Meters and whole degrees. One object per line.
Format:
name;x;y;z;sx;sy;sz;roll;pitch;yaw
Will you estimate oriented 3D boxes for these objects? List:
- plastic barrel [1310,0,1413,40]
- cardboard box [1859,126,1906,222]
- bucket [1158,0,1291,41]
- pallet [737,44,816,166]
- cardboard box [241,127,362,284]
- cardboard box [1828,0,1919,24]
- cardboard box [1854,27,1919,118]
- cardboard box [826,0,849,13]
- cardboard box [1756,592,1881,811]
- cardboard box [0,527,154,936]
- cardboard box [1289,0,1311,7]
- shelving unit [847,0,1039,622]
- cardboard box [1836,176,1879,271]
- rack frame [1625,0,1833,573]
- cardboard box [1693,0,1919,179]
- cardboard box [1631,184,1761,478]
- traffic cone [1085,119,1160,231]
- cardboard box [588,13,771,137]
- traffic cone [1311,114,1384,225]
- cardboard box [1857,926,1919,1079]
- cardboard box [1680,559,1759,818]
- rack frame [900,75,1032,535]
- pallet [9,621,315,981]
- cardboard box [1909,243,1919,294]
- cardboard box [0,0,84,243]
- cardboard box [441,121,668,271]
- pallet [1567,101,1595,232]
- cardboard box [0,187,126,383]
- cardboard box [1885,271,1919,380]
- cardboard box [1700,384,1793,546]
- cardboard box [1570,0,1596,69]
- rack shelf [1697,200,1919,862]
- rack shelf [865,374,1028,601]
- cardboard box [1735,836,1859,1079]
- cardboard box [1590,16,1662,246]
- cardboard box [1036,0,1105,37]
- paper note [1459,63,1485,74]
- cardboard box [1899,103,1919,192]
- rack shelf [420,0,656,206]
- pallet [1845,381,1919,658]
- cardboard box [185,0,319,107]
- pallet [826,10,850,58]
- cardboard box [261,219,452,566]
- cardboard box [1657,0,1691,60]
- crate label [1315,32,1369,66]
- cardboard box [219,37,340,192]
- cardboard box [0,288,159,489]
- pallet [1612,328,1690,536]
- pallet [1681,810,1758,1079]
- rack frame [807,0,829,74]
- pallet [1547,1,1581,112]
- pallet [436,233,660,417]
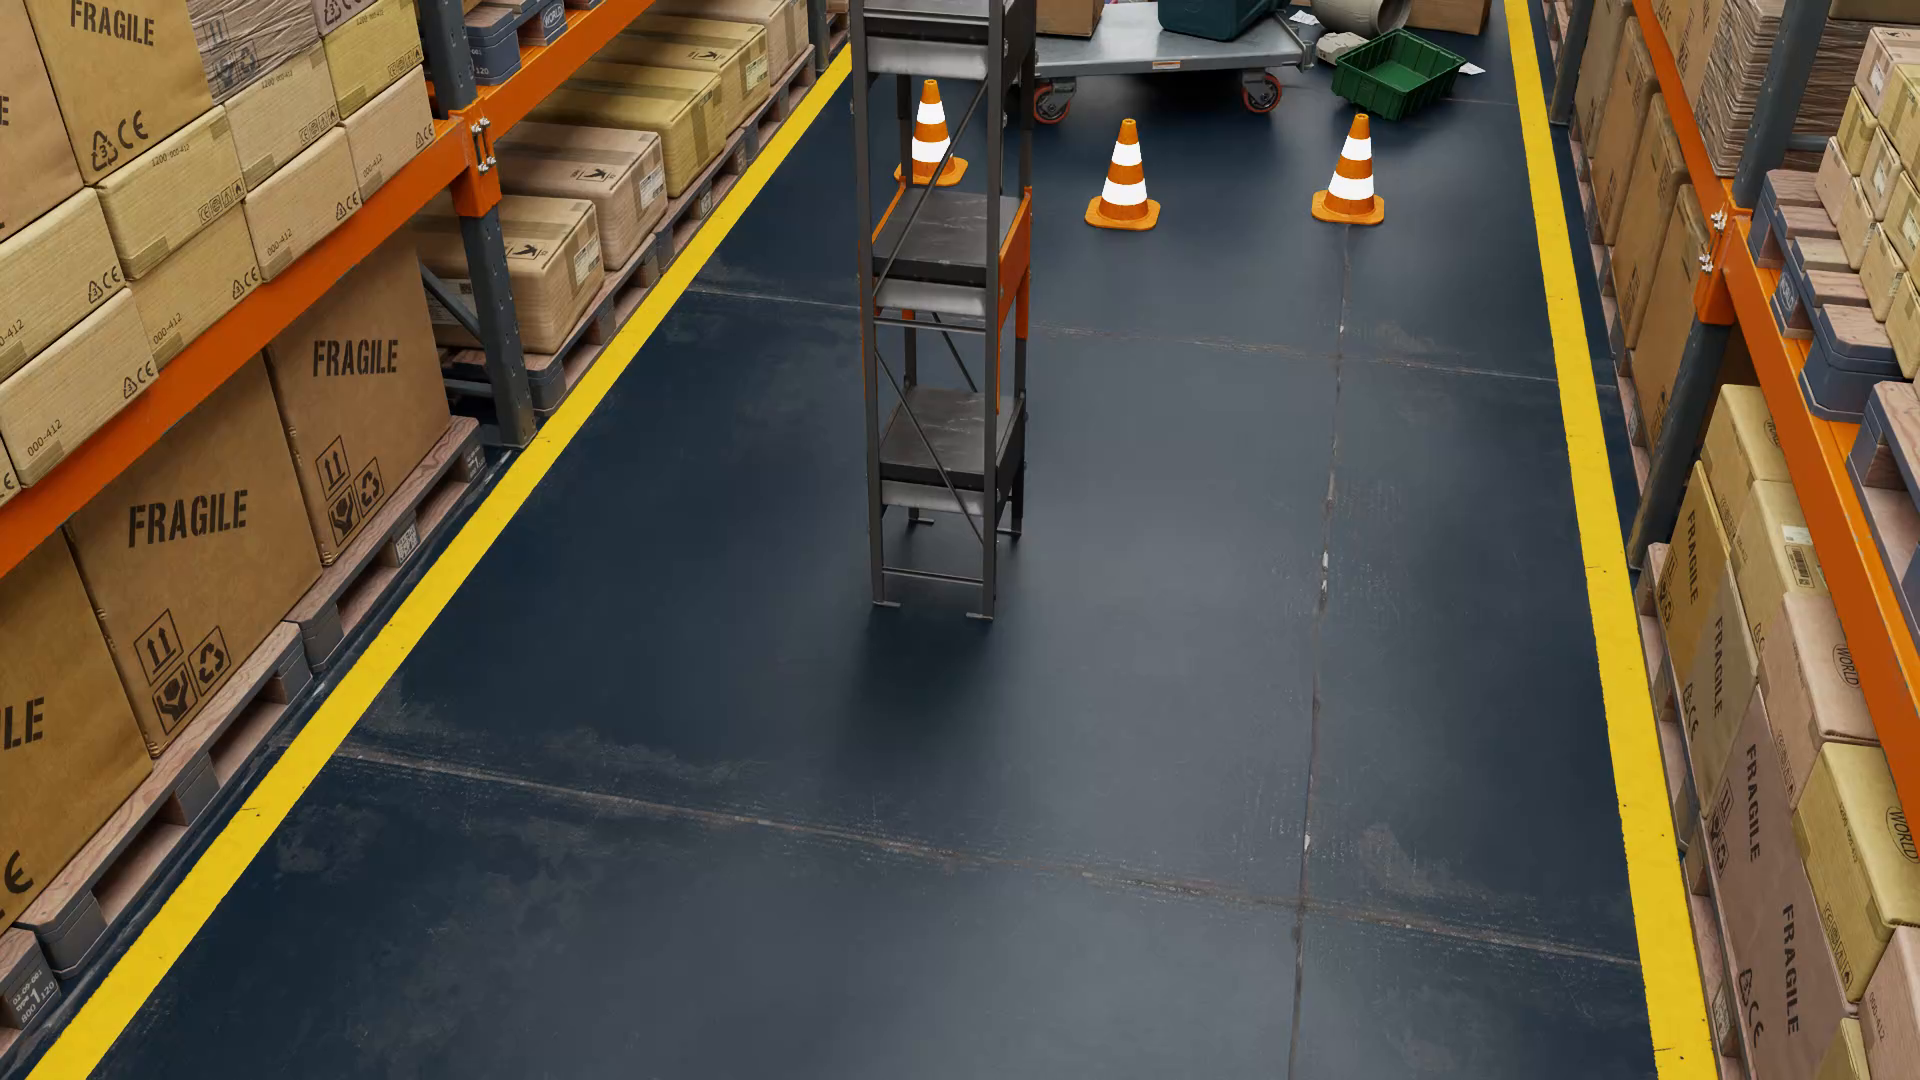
plastic barrel;2.355;-3.174;9.768;0.421;0.421;0.512;-24;42;-30
cardboard box;2.401;-0.862;3.986;0.380;0.149;0.250;9;37;12
bucket;1.388;-3.031;8.870;0.726;0.611;0.620;20;51;26
pallet;-1.411;-2.361;8.828;1.003;0.211;1.213;7;37;10
cardboard box;-2.049;-0.965;4.654;0.500;0.250;0.500;8;37;11
cardboard box;2.862;-1.782;4.716;0.700;0.500;0.500;7;37;10
cardboard box;2.468;-1.147;4.126;0.380;0.149;0.250;7;37;10
cardboard box;-0.857;-3.298;9.729;0.500;0.250;0.500;6;36;8
cardboard box;2.146;0.395;3.782;0.500;0.250;0.500;8;37;10
cardboard box;-2.716;0.456;4.018;0.875;0.875;0.875;8;37;11
cardboard box;2.179;-3.483;10.330;0.396;0.266;0.258;14;38;18
shelving unit;-0.035;-0.755;5.003;0.431;2.100;0.503;7;37;10
cardboard box;2.406;-0.764;4.105;0.380;0.149;0.250;9;37;12
rack frame;2.756;-1.081;4.685;1.000;3.000;0.127;7;37;10
cardboard box;2.590;-1.413;5.059;0.500;0.500;0.500;7;37;10
cardboard box;2.974;-0.678;5.688;1.050;0.750;0.750;7;36;9
traffic cone;0.771;-1.731;7.745;0.336;0.463;0.334;7;37;10
cardboard box;-1.506;-2.329;8.289;0.950;0.372;0.625;10;37;13
traffic cone;1.849;-1.767;7.794;0.336;0.463;0.334;7;37;10
cardboard box;1.937;0.999;2.949;0.500;0.250;0.500;9;37;12
cardboard box;2.252;0.423;4.382;0.500;0.500;0.500;8;37;11
rack frame;0.017;-0.895;5.196;0.400;2.100;0.015;7;37;10
pallet;-2.606;0.626;4.707;1.003;0.211;1.213;7;37;10
cardboard box;2.294;-0.564;3.575;0.380;0.149;0.250;7;37;10
cardboard box;-2.285;-0.891;3.486;0.500;0.500;0.500;7;36;9
cardboard box;-1.821;-1.496;7.140;0.950;0.372;0.625;7;36;9
pallet;3.520;-1.793;8.044;1.003;0.211;1.213;7;37;10
cardboard box;-2.262;-0.587;3.706;0.500;0.250;0.500;6;36;9
cardboard box;2.293;-0.455;3.677;0.380;0.149;0.250;9;37;12
cardboard box;2.373;-0.177;4.572;0.500;0.250;0.500;6;36;8
cardboard box;3.814;-3.036;8.835;0.875;0.875;0.875;8;37;11
rack shelf;2.329;0.357;3.314;1.077;0.370;4.000;7;37;10
rack shelf;-0.035;-0.177;5.422;0.431;0.518;0.480;7;37;10
cardboard box;2.038;1.011;3.571;0.500;0.500;0.500;7;36;9
cardboard box;3.356;-1.713;7.117;1.050;0.750;0.750;7;37;10
cardboard box;0.499;-3.025;8.853;0.500;0.500;0.500;7;37;10
paper note;2.870;-2.671;9.409;0.147;0.020;0.142;-17;39;-22
cardboard box;2.357;-0.855;3.723;0.380;0.149;0.250;7;37;10
rack shelf;-1.674;-2.499;7.255;1.077;0.370;4.000;7;37;10
pallet;2.374;0.137;3.169;1.003;0.211;1.213;7;37;10
cardboard box;-2.057;-1.464;4.277;0.500;0.500;0.500;8;37;11
pallet;-1.138;-3.197;9.981;1.003;0.211;1.213;7;37;10
cardboard box;-2.330;-0.568;5.430;0.875;0.875;0.875;7;37;10
cardboard box;2.805;-1.986;5.848;0.500;0.500;0.500;7;36;9
crate label;2.188;-2.799;9.495;0.298;0.136;0.250;-17;39;-22
cardboard box;-2.062;-1.181;4.525;0.500;0.250;0.500;6;36;9
cardboard box;-2.254;-0.383;3.850;0.500;0.250;0.500;7;36;9
pallet;2.998;-0.394;6.114;1.003;0.211;1.213;7;37;10
pallet;2.325;1.193;3.924;1.003;0.211;1.213;7;37;10
rack frame;-1.247;-3.937;8.626;1.000;3.000;0.127;7;37;10
pallet;3.850;-2.671;9.256;1.003;0.211;1.213;7;37;10
pallet;-1.933;-0.962;6.898;1.003;0.211;1.213;7;37;10
